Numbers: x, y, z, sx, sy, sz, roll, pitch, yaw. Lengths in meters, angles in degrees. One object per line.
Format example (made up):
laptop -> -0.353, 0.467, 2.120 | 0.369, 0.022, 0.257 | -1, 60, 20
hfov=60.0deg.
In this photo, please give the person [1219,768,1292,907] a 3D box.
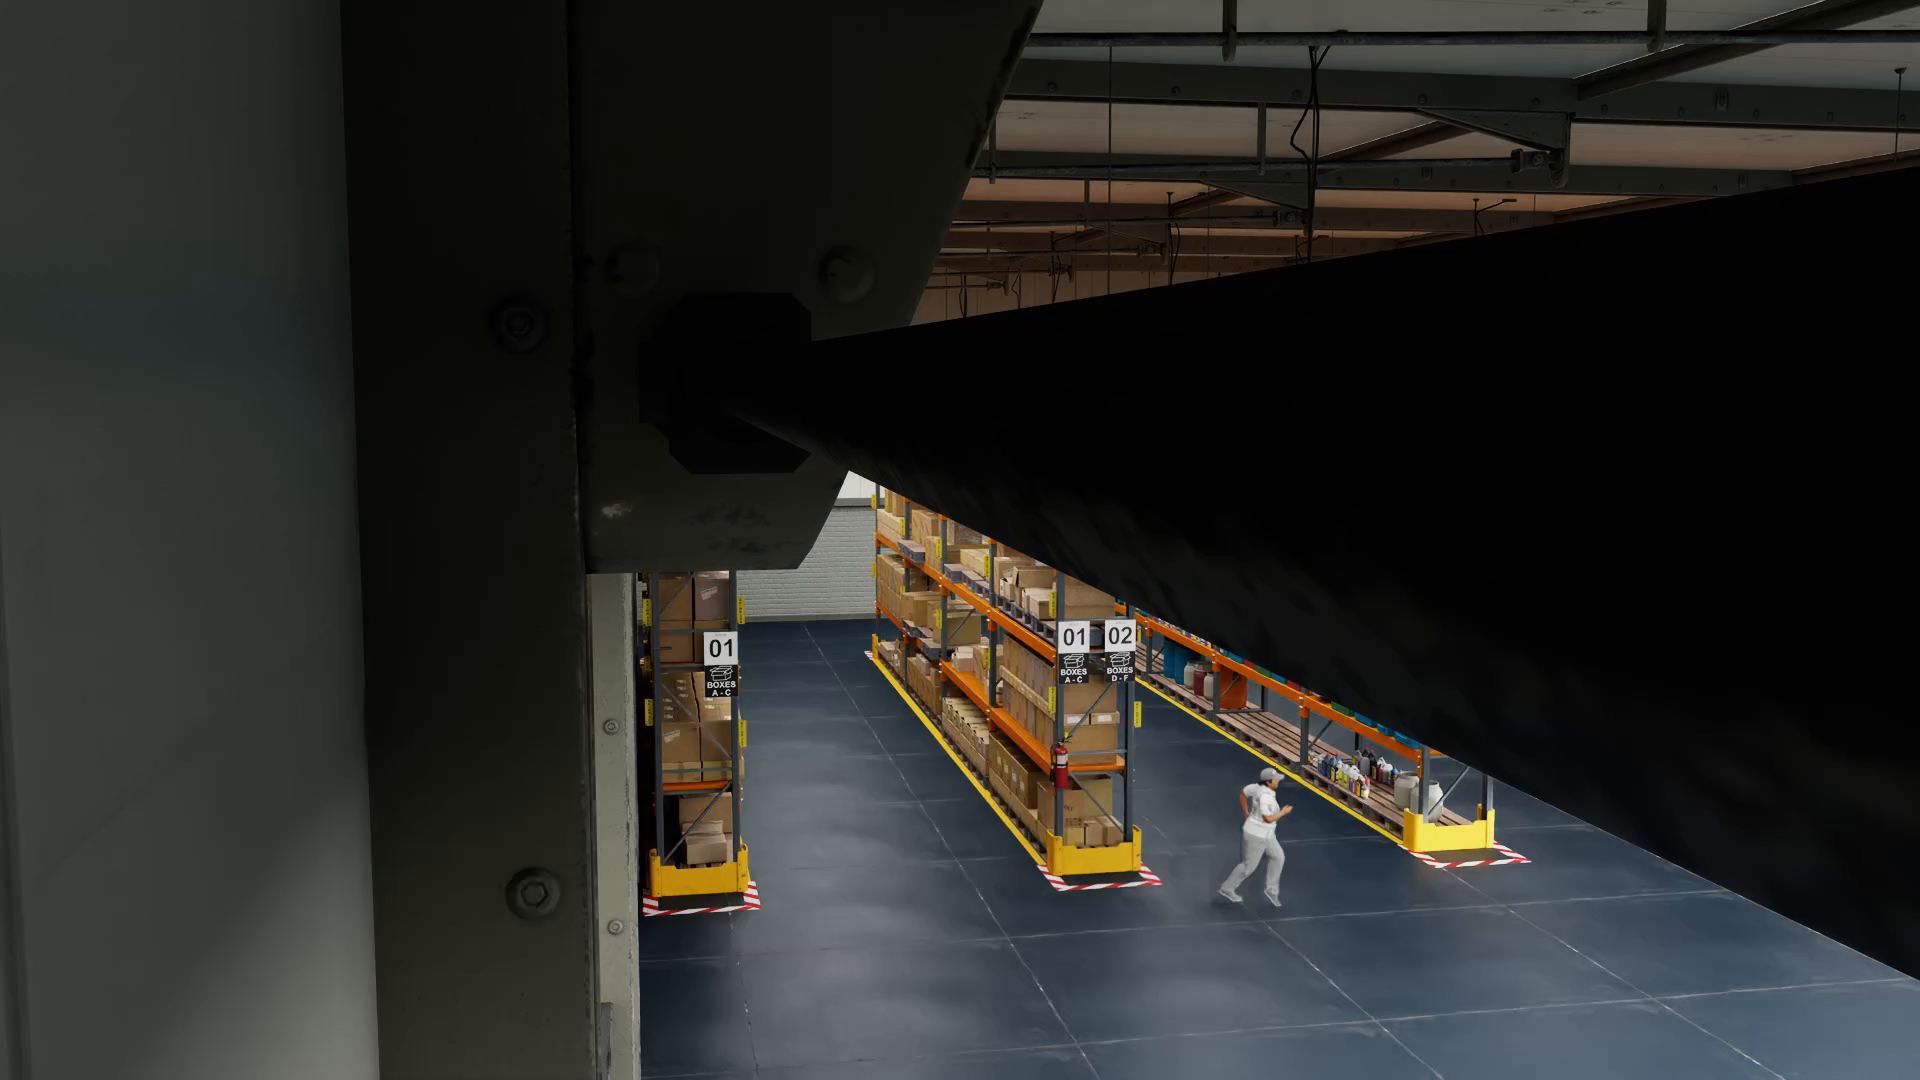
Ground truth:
person -> 3.476, 3.524, 19.565 | 0.838, 1.729, 0.586 | 1, 6, 12
